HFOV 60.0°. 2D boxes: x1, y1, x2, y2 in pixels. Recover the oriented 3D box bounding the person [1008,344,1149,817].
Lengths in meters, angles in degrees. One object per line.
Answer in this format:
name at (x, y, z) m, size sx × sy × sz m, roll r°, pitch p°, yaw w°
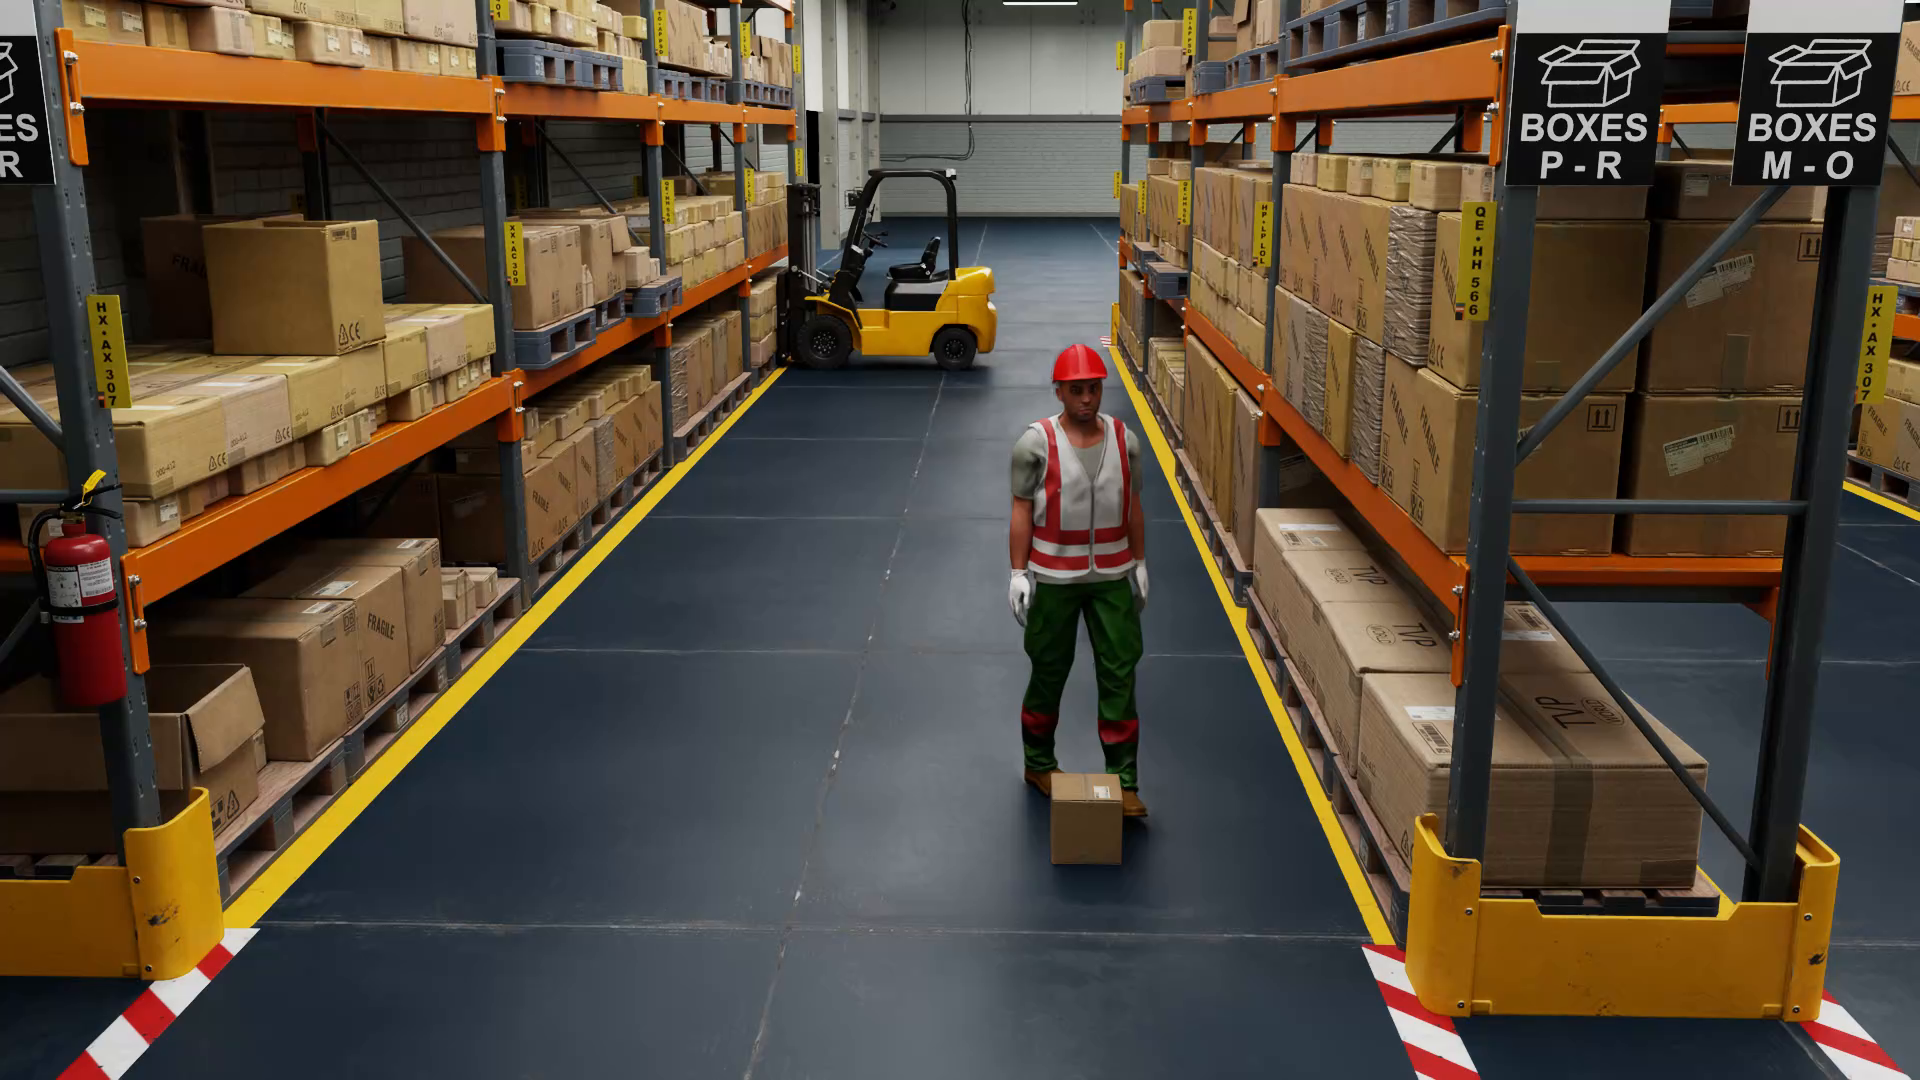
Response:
person at (0.487, 0.165, 6.262) m, size 0.577 × 1.785 × 0.648 m, roll -3°, pitch 14°, yaw -13°
